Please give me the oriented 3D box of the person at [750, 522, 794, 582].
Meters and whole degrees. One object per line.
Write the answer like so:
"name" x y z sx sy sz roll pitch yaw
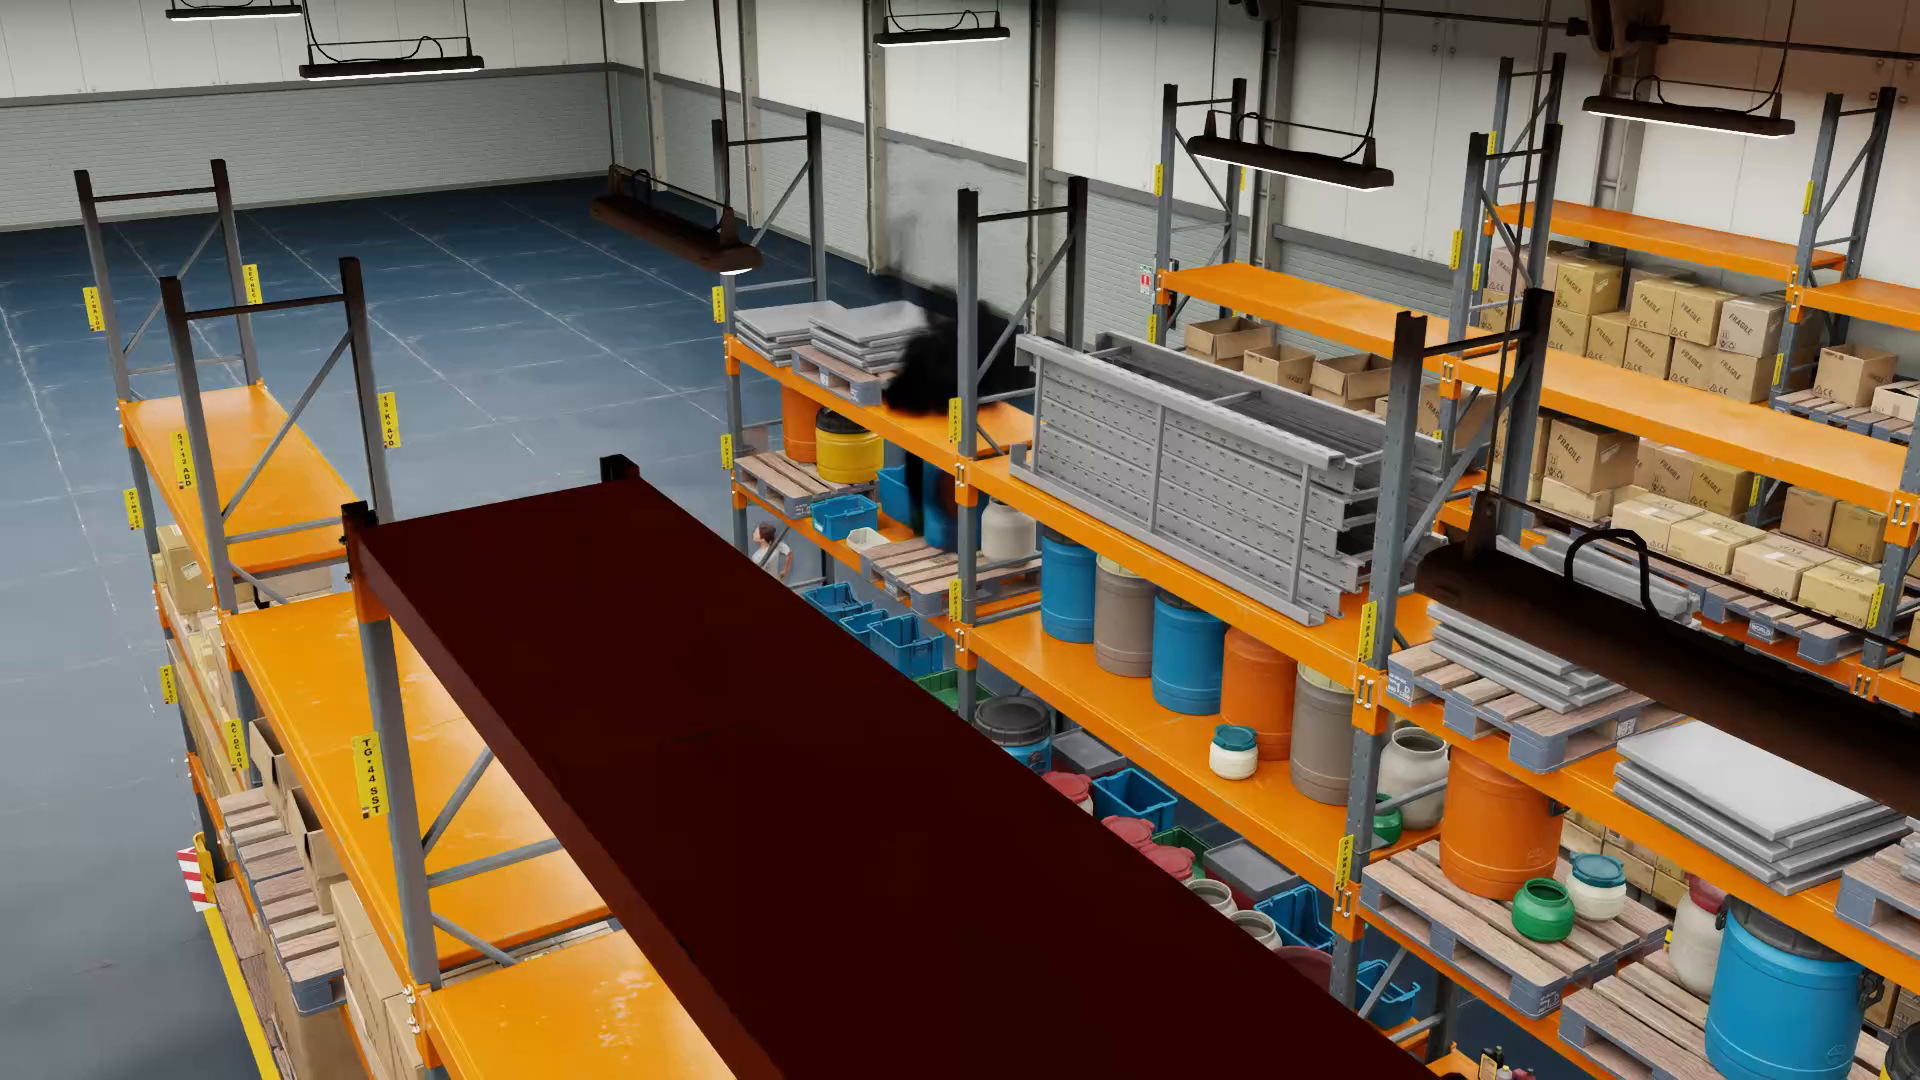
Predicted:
"person" -2.075 0.554 17.774 0.726 1.653 0.567 3 22 7
